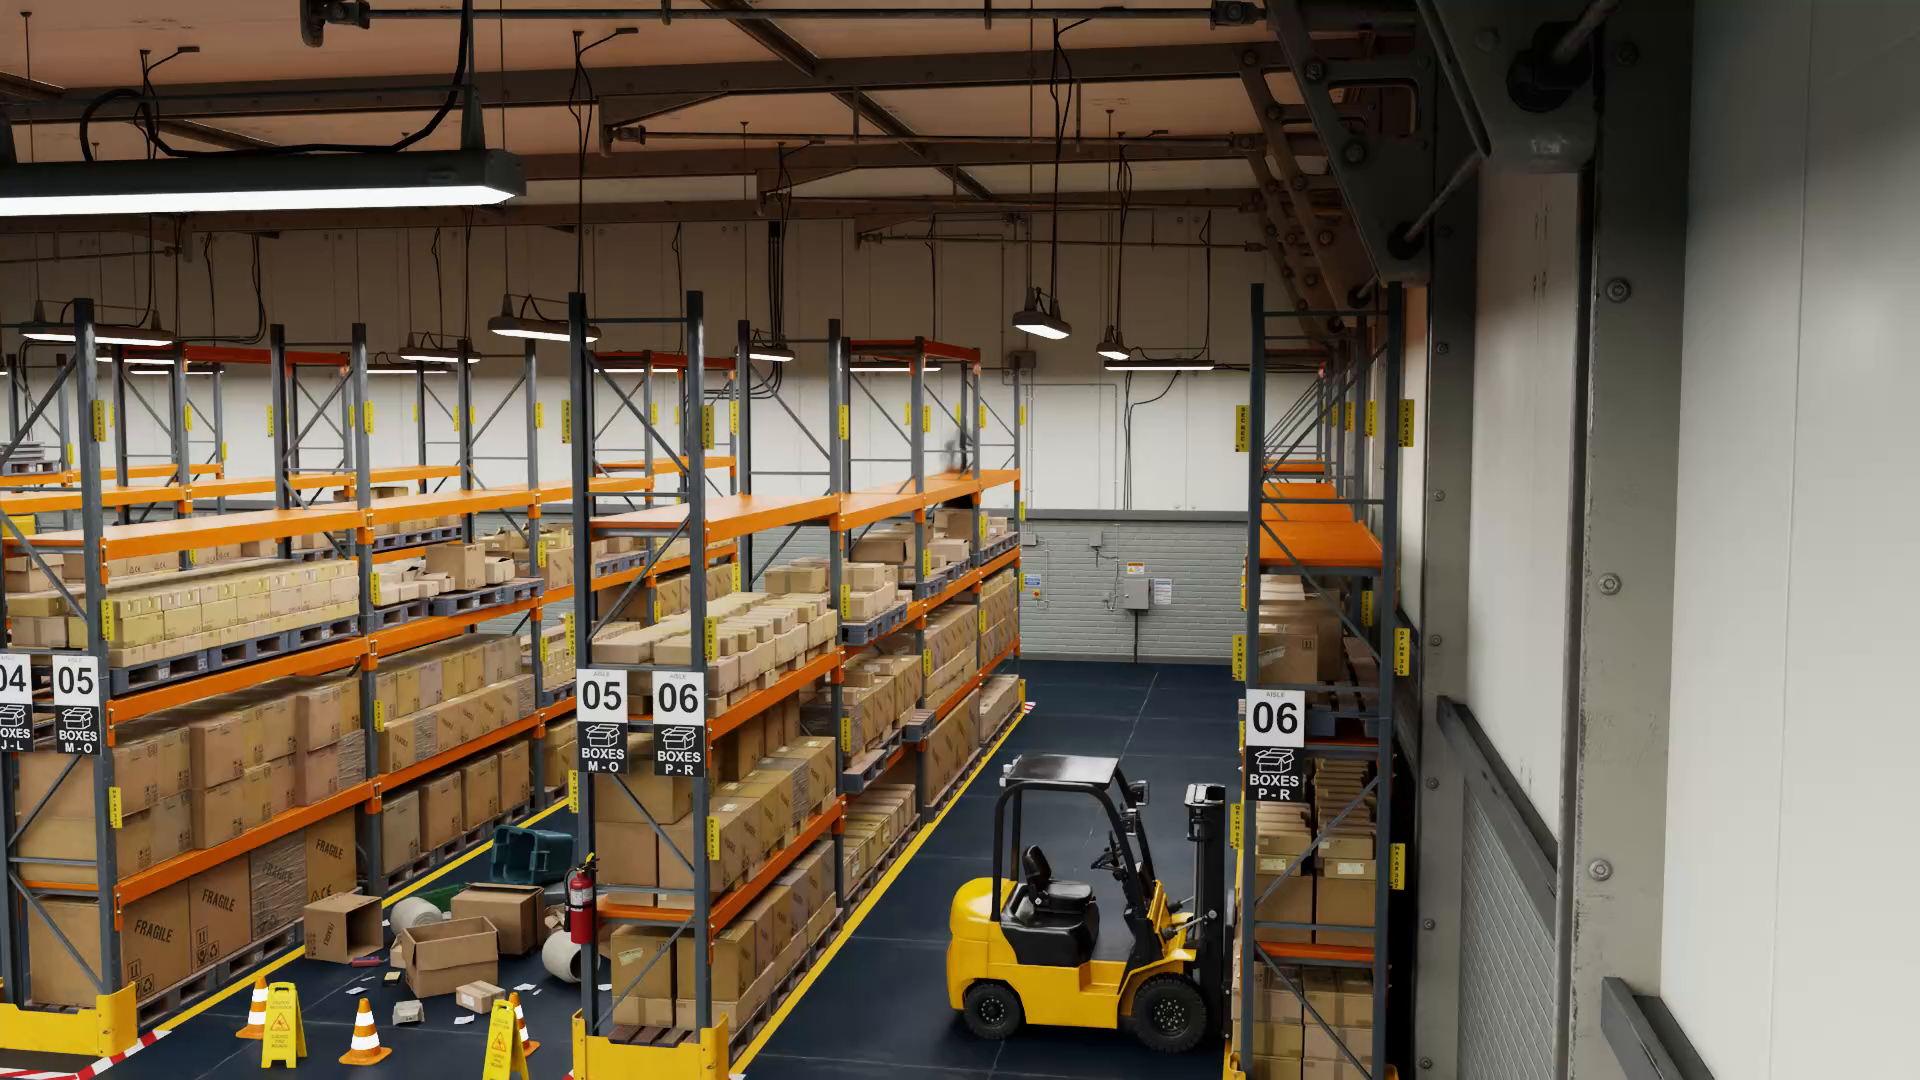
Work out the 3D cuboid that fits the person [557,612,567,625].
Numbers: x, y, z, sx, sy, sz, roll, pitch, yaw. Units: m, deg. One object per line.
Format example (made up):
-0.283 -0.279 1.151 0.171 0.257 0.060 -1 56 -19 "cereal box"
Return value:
-6.512 2.084 27.415 0.710 1.802 0.628 1 5 13 "person"
